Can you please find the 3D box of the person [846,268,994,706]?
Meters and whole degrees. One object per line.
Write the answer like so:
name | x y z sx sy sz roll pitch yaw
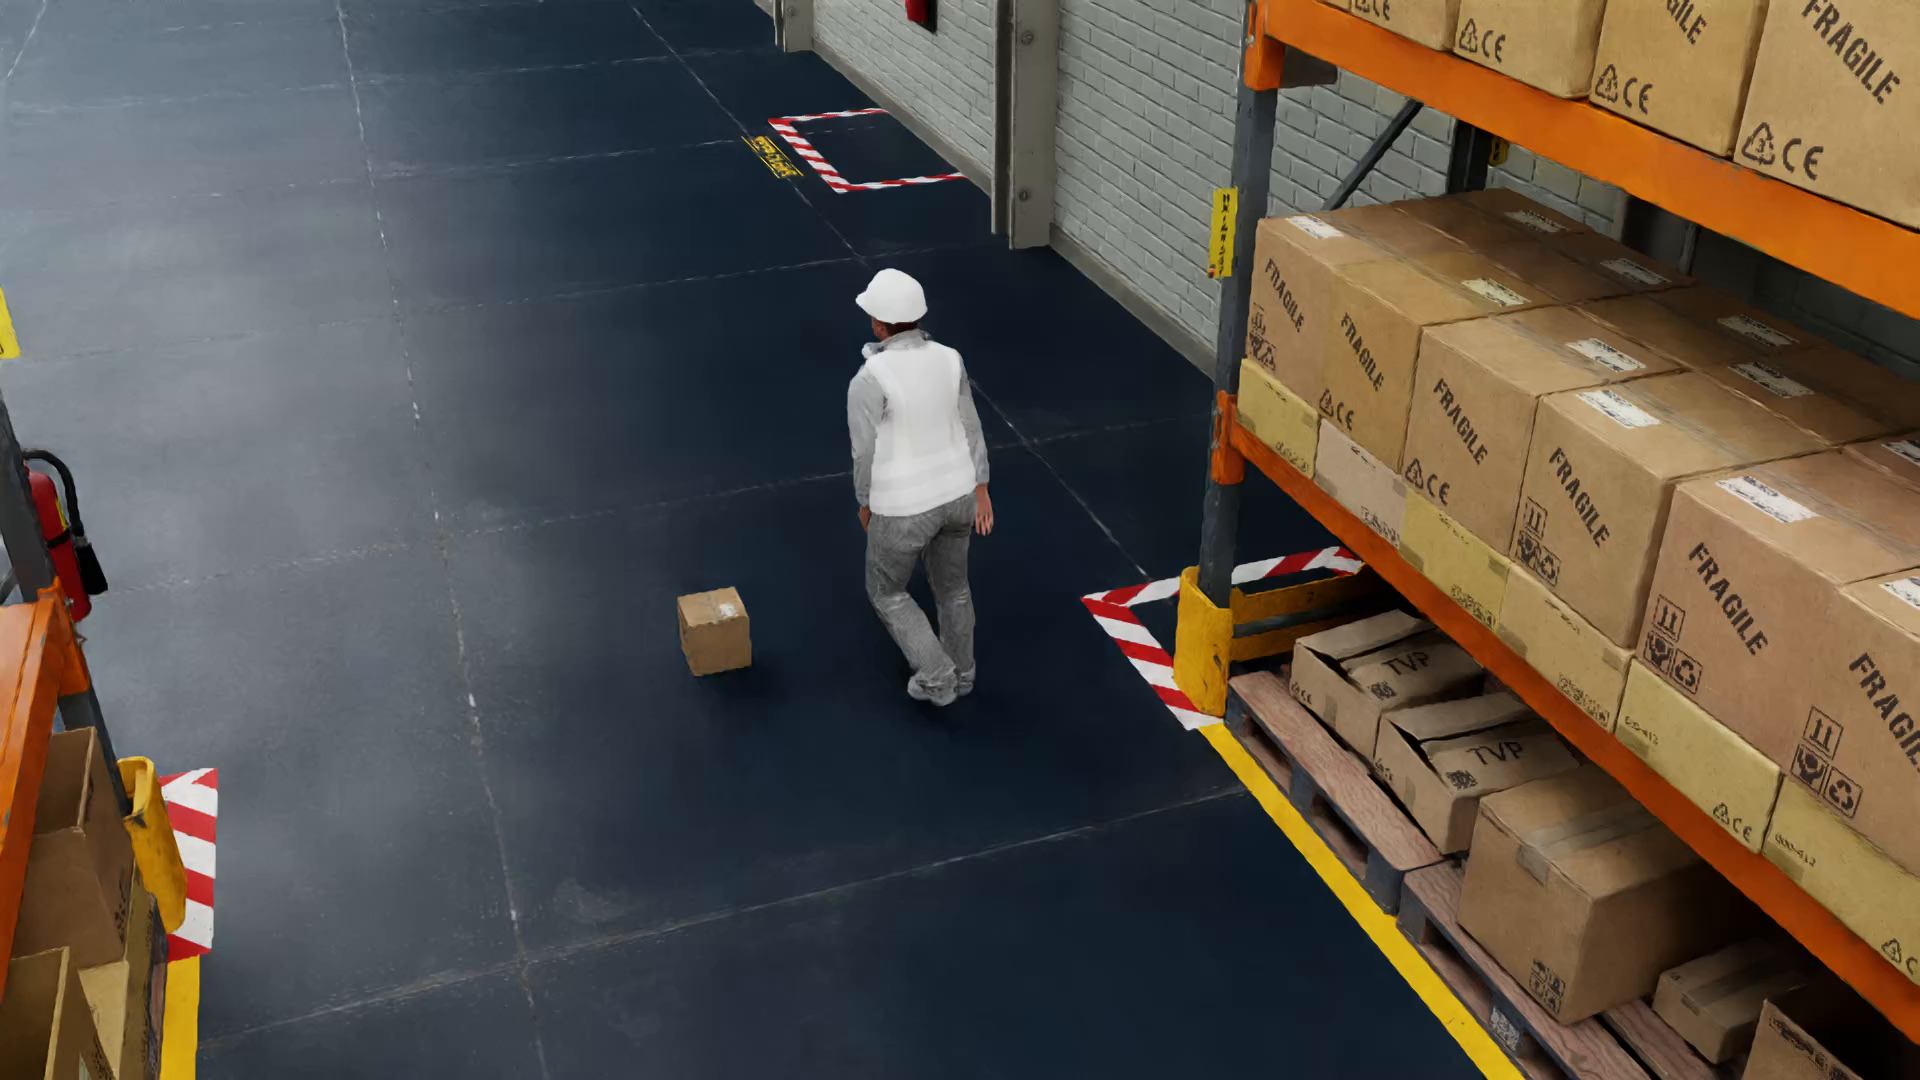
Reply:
person | -0.151 -0.156 6.392 0.546 1.749 0.670 -21 36 -33
